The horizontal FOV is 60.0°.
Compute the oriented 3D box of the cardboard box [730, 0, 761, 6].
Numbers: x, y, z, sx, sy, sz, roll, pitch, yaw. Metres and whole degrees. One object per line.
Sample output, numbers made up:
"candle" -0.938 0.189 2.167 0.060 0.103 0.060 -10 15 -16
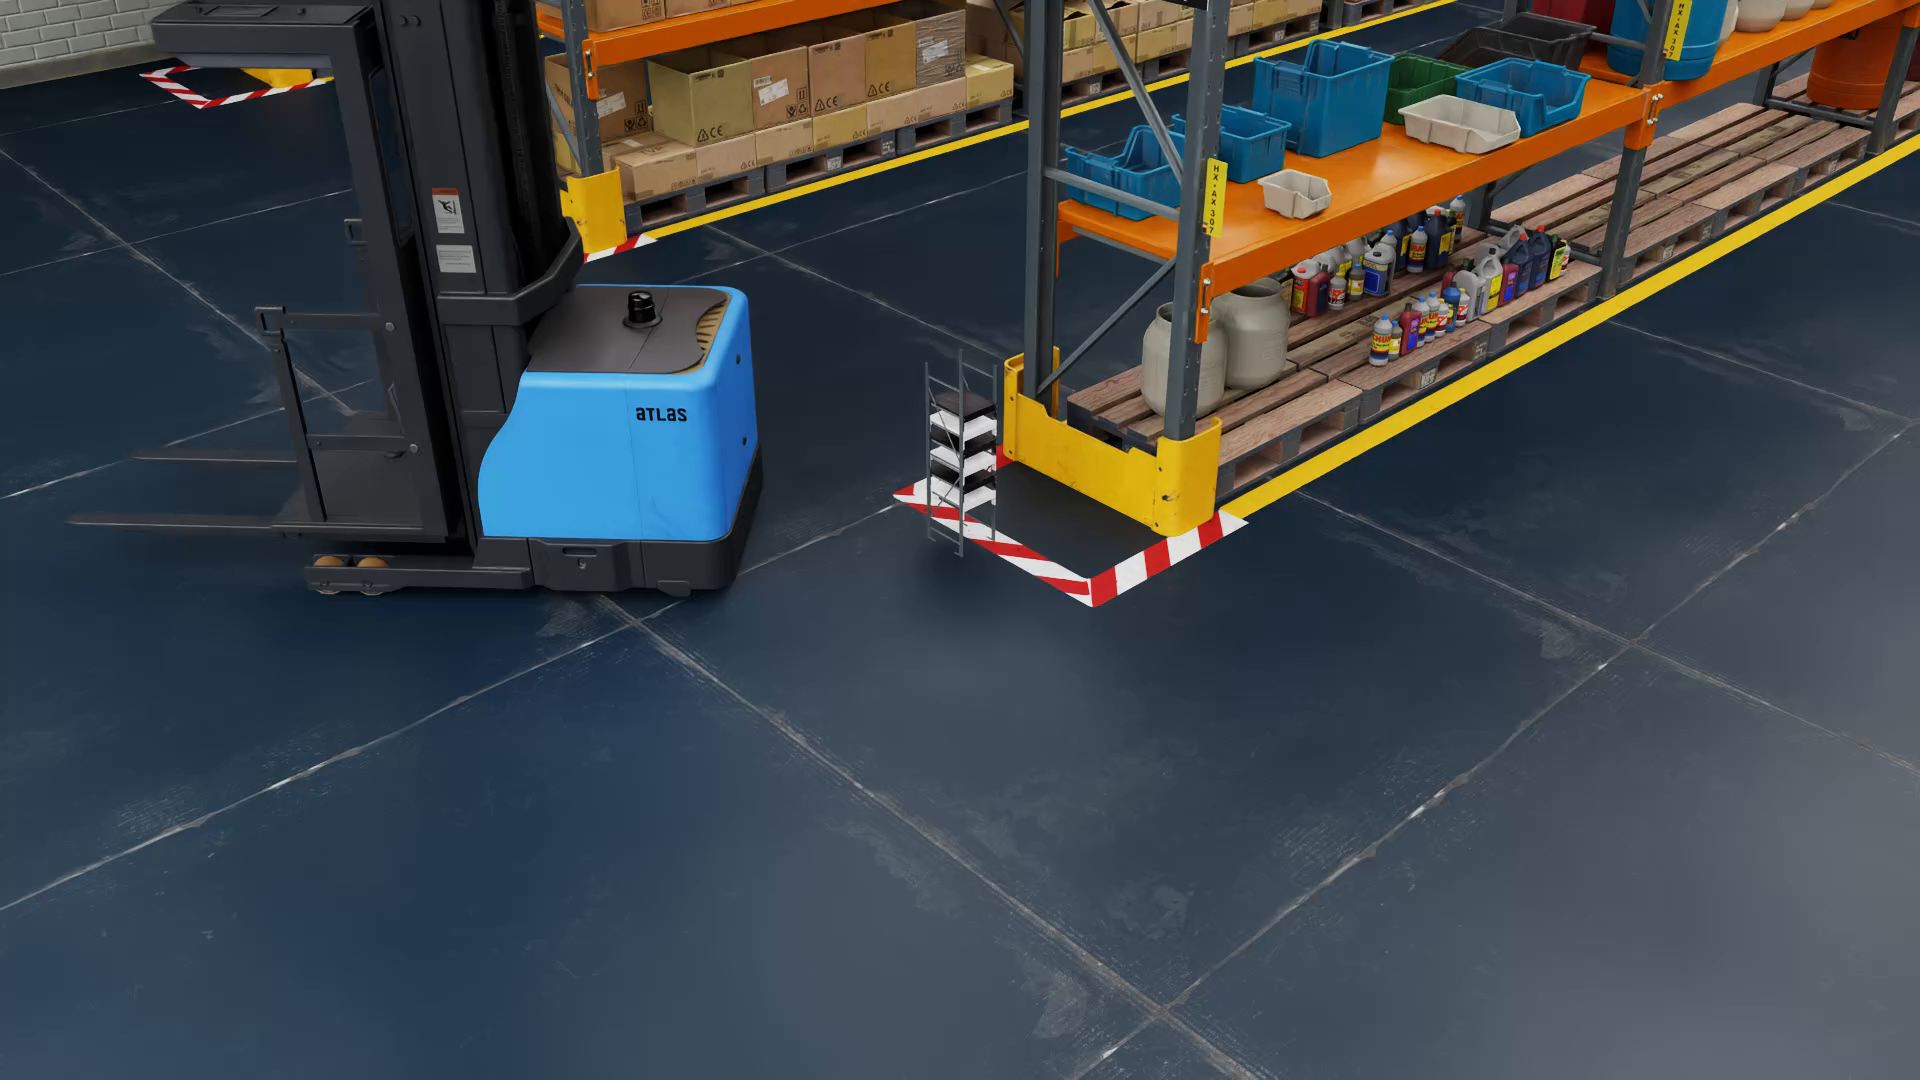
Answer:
"cardboard box" -1.572 -3.981 11.289 0.500 0.500 0.700 -26 40 -35

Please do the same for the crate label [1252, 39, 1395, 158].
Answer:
"crate label" 1.858 -2.291 8.587 0.616 0.435 0.502 -26 40 -35

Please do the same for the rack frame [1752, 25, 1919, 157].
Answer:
"rack frame" 6.559 -4.357 12.000 0.127 3.000 1.000 -26 40 -35

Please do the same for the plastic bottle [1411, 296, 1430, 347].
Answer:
"plastic bottle" 2.485 -1.189 9.012 0.097 0.271 0.097 0 31 0

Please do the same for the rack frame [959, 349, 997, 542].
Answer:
"rack frame" 0.080 -0.423 7.579 0.006 0.900 0.240 -26 40 -35

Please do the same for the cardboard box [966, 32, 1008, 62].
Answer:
"cardboard box" 0.367 -4.098 13.810 0.500 0.250 0.500 -26 40 -36

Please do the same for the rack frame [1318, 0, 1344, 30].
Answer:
"rack frame" 3.193 -6.253 15.101 0.127 3.000 1.000 -26 40 -35

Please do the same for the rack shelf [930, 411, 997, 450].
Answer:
"rack shelf" 0.006 -0.512 7.443 0.200 0.077 0.258 -26 40 -35

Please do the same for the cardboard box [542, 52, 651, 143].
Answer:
"cardboard box" -2.482 -3.046 11.370 0.500 0.500 0.500 -26 40 -35

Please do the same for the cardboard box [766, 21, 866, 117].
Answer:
"cardboard box" -1.027 -3.378 11.913 0.500 0.500 0.500 -26 40 -35

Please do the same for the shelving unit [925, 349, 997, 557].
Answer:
"shelving unit" 0.006 -0.387 7.520 0.210 0.900 0.258 -26 40 -35

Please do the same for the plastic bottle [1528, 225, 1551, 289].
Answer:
"plastic bottle" 3.349 -1.657 9.702 0.185 0.351 0.144 -27 41 -37

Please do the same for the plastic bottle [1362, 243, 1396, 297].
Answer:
"plastic bottle" 2.420 -1.571 9.633 0.135 0.276 0.152 -26 40 -35

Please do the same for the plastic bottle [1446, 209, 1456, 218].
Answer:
"plastic bottle" 3.019 -1.951 10.325 0.097 0.201 0.097 0 31 0

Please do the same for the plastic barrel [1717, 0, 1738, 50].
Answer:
"plastic barrel" 4.476 -3.252 10.062 0.433 0.535 0.433 0 31 0

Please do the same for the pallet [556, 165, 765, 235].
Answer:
"pallet" -2.141 -2.513 11.658 1.213 0.211 1.003 -26 40 -35

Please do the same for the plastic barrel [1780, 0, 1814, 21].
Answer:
"plastic barrel" 5.331 -3.665 10.739 0.433 0.535 0.433 0 31 0

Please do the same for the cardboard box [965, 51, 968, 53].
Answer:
"cardboard box" -0.286 -3.792 13.309 0.500 0.250 0.500 -26 40 -35

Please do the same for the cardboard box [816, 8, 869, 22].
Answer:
"cardboard box" -1.026 -3.761 12.539 0.500 0.500 0.500 -26 40 -35

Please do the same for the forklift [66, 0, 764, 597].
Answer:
"forklift" -2.485 -1.279 7.032 3.031 2.935 1.130 1 31 2

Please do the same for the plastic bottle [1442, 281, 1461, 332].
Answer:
"plastic bottle" 2.707 -1.296 9.188 0.097 0.271 0.097 0 31 0

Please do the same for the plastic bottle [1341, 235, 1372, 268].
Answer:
"plastic bottle" 2.301 -1.650 9.691 0.185 0.351 0.144 -26 40 -36

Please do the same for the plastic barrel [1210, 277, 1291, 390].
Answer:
"plastic barrel" 1.491 -1.078 8.619 0.421 0.512 0.421 0 31 0

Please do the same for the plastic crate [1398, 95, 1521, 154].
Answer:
"plastic crate" 2.607 -2.153 8.648 0.437 0.136 0.530 -26 40 -35

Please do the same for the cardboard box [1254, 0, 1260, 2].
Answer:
"cardboard box" 2.600 -5.032 14.799 0.500 0.311 0.500 -27 40 -36

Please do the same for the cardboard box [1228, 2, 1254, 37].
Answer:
"cardboard box" 2.227 -4.618 14.660 0.500 0.250 0.500 -25 39 -34

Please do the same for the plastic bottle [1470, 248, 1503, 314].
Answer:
"plastic bottle" 2.972 -1.474 9.403 0.185 0.351 0.144 -26 40 -36

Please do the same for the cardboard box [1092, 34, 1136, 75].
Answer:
"cardboard box" 1.100 -4.070 13.763 0.500 0.250 0.500 -25 39 -34

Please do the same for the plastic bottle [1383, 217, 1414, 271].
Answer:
"plastic bottle" 2.613 -1.801 9.938 0.144 0.351 0.185 27 41 37

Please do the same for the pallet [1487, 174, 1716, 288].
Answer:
"pallet" 4.175 -2.042 10.887 1.213 0.211 1.003 -26 40 -35

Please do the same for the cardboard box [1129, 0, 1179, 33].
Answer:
"cardboard box" 1.482 -4.491 13.914 0.500 0.311 0.500 -27 41 -37

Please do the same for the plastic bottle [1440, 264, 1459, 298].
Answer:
"plastic bottle" 2.777 -1.430 9.395 0.133 0.283 0.061 -26 40 -35

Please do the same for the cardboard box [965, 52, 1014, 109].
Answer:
"cardboard box" 0.069 -3.592 12.983 0.500 0.250 0.500 -26 40 -35

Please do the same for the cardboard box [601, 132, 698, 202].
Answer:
"cardboard box" -2.128 -2.527 11.240 0.500 0.250 0.500 -26 40 -35

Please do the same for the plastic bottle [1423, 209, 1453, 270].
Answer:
"plastic bottle" 2.849 -1.813 9.957 0.185 0.351 0.144 -26 40 -35

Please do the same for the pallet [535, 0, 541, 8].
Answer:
"pallet" -4.474 -4.852 15.482 1.213 0.211 1.003 -26 40 -35

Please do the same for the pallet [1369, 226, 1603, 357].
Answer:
"pallet" 3.105 -1.526 10.044 1.213 0.211 1.003 -26 40 -35

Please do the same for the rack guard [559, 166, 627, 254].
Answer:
"rack guard" -2.690 -2.341 11.098 0.348 0.500 1.175 -26 40 -35

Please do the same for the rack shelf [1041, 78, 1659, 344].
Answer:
"rack shelf" 2.159 -1.922 8.707 4.000 0.370 1.077 -26 40 -35

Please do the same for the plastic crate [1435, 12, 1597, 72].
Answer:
"plastic crate" 3.155 -2.775 9.472 0.504 0.338 0.767 -26 40 -35

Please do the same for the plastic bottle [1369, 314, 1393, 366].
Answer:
"plastic bottle" 2.234 -1.067 8.813 0.097 0.271 0.097 0 31 0

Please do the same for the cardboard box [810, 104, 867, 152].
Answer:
"cardboard box" -1.027 -3.058 12.109 0.500 0.250 0.500 -26 40 -35

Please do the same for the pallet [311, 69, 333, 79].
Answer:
"pallet" -5.368 -4.421 14.778 1.213 0.211 1.003 -26 40 -35

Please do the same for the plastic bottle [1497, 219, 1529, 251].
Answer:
"plastic bottle" 3.251 -1.712 9.792 0.185 0.351 0.144 -26 40 -35

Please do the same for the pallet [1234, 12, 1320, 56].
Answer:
"pallet" 2.563 -4.786 15.375 1.213 0.211 1.003 -26 40 -35

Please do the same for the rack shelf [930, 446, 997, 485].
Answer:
"rack shelf" 0.006 -0.358 7.537 0.200 0.077 0.258 -26 40 -35

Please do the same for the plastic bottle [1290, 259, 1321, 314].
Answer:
"plastic bottle" 1.944 -1.443 9.424 0.135 0.276 0.152 -25 40 -35

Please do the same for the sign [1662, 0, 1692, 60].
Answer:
"sign" 3.991 -2.842 9.257 0.005 0.325 0.100 -26 40 -35
